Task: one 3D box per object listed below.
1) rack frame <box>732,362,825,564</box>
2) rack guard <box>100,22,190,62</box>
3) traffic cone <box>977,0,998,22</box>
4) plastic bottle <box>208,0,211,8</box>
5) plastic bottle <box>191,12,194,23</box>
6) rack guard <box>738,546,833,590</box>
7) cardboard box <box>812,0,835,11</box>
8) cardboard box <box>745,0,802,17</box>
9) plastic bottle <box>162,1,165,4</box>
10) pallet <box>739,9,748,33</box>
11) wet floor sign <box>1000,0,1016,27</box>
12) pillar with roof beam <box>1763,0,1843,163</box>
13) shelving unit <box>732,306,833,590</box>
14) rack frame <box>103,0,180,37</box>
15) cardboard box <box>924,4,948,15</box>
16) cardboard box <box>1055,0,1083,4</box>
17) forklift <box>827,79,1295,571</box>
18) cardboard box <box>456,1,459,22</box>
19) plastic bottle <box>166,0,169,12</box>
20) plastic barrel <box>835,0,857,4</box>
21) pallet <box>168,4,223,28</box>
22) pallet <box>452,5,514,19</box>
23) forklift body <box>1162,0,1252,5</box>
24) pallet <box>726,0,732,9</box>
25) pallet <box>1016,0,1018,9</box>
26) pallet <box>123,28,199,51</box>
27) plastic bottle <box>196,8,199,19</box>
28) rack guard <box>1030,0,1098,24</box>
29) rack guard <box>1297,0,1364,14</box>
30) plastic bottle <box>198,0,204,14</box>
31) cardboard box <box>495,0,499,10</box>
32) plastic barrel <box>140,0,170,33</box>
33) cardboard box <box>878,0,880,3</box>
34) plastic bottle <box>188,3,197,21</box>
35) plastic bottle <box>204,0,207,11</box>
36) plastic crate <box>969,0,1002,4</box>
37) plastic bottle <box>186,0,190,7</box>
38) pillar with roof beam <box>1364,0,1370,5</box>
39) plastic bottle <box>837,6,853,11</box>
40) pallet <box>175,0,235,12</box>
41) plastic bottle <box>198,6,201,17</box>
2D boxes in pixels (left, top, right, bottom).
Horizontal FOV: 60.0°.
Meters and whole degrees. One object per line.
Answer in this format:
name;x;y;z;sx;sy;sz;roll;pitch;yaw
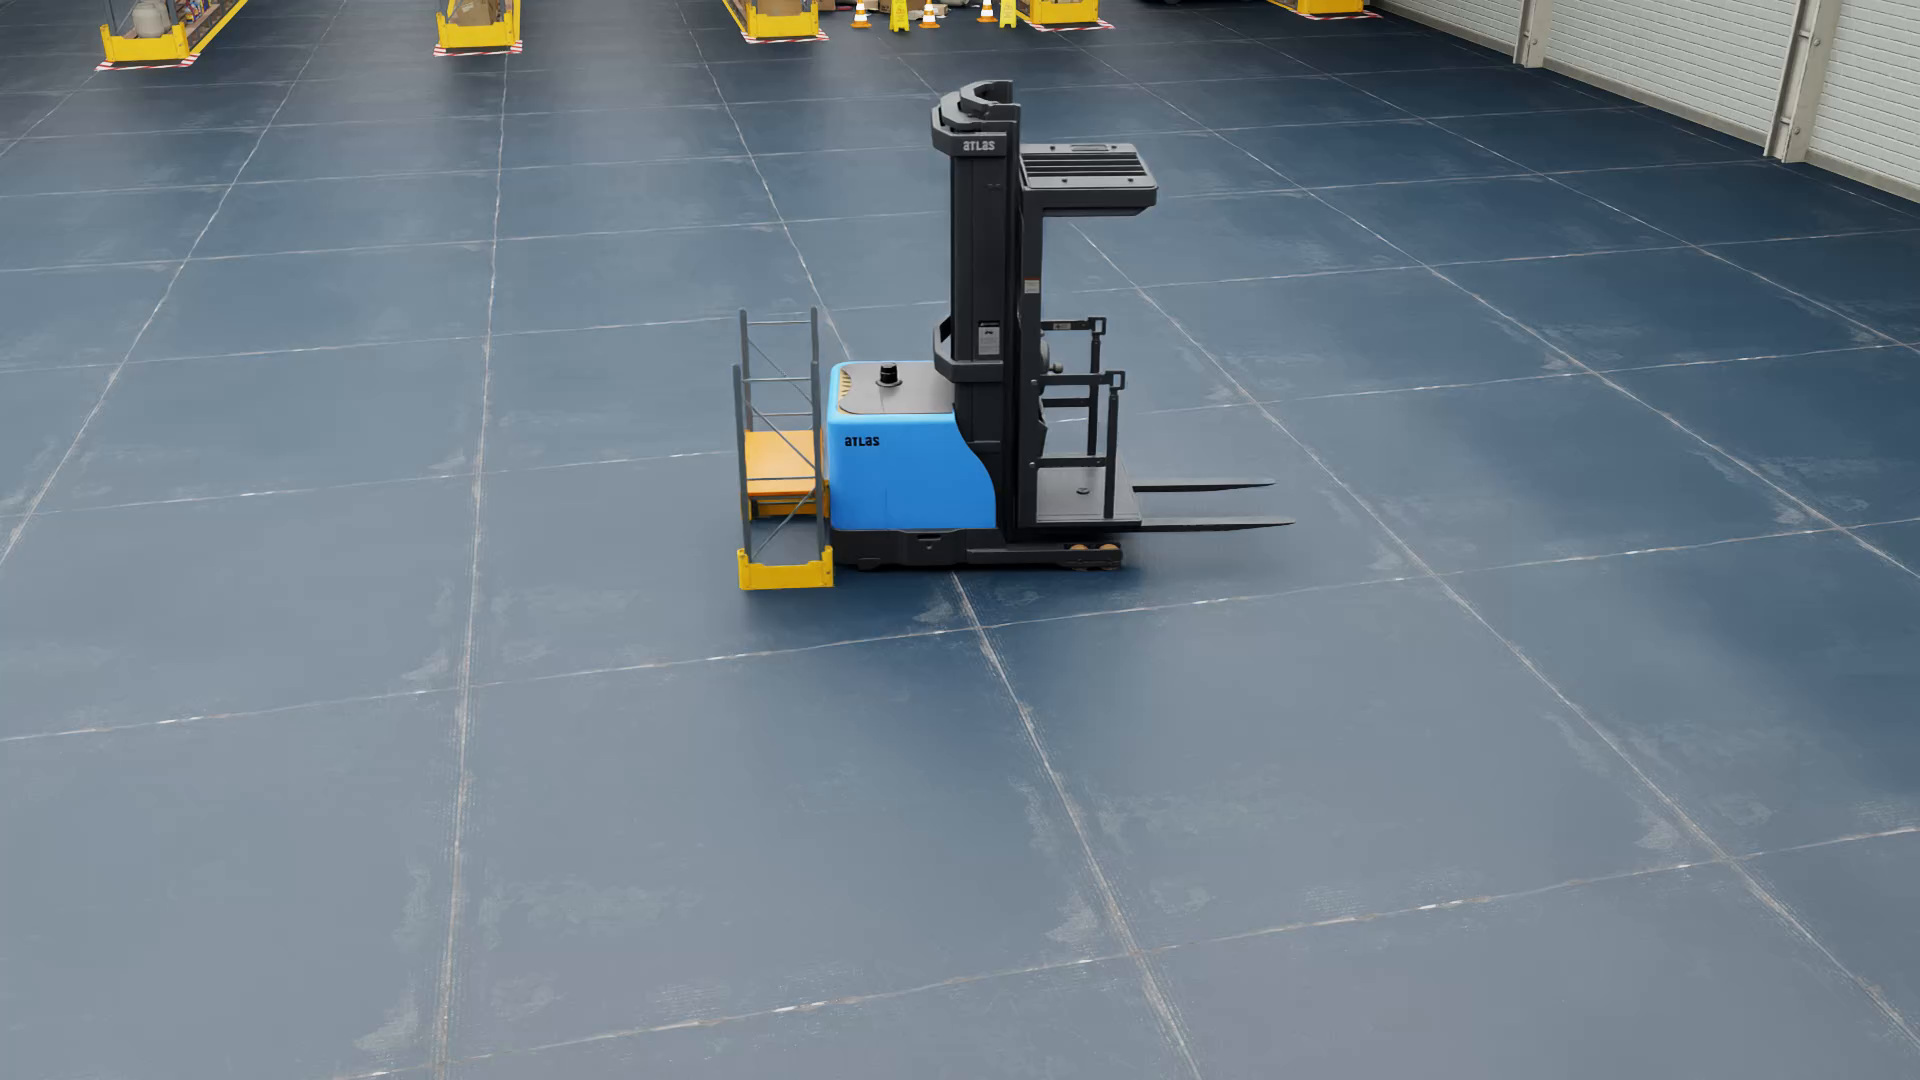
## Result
rack frame;-1.095;-0.373;10.172;0.500;1.500;0.032;-2;27;-4
rack guard;-12.713;-7.780;25.956;1.175;0.500;0.348;-6;27;-12
traffic cone;0.477;-9.302;29.012;0.336;0.463;0.334;-6;27;-12
plastic bottle;-13.122;-9.430;28.976;0.061;0.283;0.133;-5;27;-9
plastic bottle;-12.778;-8.688;27.597;0.097;0.201;0.097;0;27;0
rack guard;-1.096;0.176;10.471;0.587;0.250;0.087;-2;27;-4
cardboard box;-2.521;-9.894;30.141;0.500;0.500;0.500;-1;27;-3
cardboard box;-3.186;-9.360;28.203;0.875;0.875;0.875;-6;27;-11
plastic bottle;-13.497;-8.964;28.062;0.152;0.276;0.135;-6;27;-12
pallet;-3.226;-8.928;28.551;1.003;0.211;1.213;-6;27;-12
wet floor sign;0.831;-9.134;28.476;0.267;0.644;0.232;3;27;6
pillar with roof beam;5.897;-8.253;17.460;9.100;9.000;0.400;-6;27;-12
shelving unit;-1.135;-0.606;10.632;0.587;1.500;1.083;-2;27;-4
rack frame;-12.650;-8.868;25.336;1.000;3.000;0.127;-6;27;-12
cardboard box;-0.433;-9.474;29.702;0.380;0.149;0.250;8;28;15
cardboard box;1.918;-9.719;29.609;0.500;0.250;0.500;-6;27;-12
forklift;0.660;-1.348;10.514;3.031;2.935;1.130;-1;27;-2
cardboard box;-8.117;-8.977;27.861;0.500;0.500;0.500;1;27;2
plastic bottle;-13.633;-9.256;28.556;0.144;0.351;0.185;-6;27;-12
plastic barrel;-2.120;-10.093;30.624;0.512;0.421;0.421;13;30;24
pallet;-13.441;-9.080;28.851;1.003;0.211;1.213;-6;27;-12
pallet;-8.262;-9.054;28.800;1.003;0.211;1.213;-6;27;-12
forklift body;4.461;-11.151;30.802;2.313;2.155;1.214;-6;27;-12
pallet;-3.775;-9.999;30.673;1.003;0.211;1.213;-6;27;-12
pallet;1.394;-10.060;30.793;1.003;0.211;1.213;-6;27;-12
pallet;-12.891;-8.008;26.729;1.003;0.211;1.213;-6;27;-12
plastic bottle;-12.877;-8.880;27.978;0.097;0.201;0.097;0;27;0
rack guard;1.814;-9.294;28.956;1.175;0.500;0.348;-6;27;-12
rack guard;6.671;-9.756;29.871;1.175;0.500;0.348;-6;27;-12
plastic bottle;-13.009;-9.158;28.363;0.144;0.351;0.185;-6;27;-12
cardboard box;-8.322;-9.503;28.904;0.500;0.500;0.500;-8;28;-16
plastic barrel;-12.986;-8.446;26.795;0.421;0.512;0.421;0;27;0
cardboard box;-1.251;-10.247;30.688;0.797;0.637;0.503;-6;27;-12
plastic bottle;-12.832;-8.824;27.790;0.097;0.271;0.097;0;27;0
plastic bottle;-13.082;-9.300;28.644;0.144;0.351;0.185;-7;28;-14
plastic crate;0.484;-10.057;30.933;0.402;0.080;0.583;-16;31;-29
plastic bottle;-13.080;-9.045;28.214;0.061;0.283;0.133;-6;27;-12
pillar with roof beam;3.193;-13.521;27.897;9.100;9.000;0.400;-6;27;-12
plastic bottle;-2.078;-9.628;30.104;0.283;0.061;0.133;-16;31;-29
pallet;-13.766;-9.719;30.119;1.003;0.211;1.213;-6;27;-12
plastic bottle;-12.923;-8.970;28.157;0.097;0.201;0.097;0;27;0
